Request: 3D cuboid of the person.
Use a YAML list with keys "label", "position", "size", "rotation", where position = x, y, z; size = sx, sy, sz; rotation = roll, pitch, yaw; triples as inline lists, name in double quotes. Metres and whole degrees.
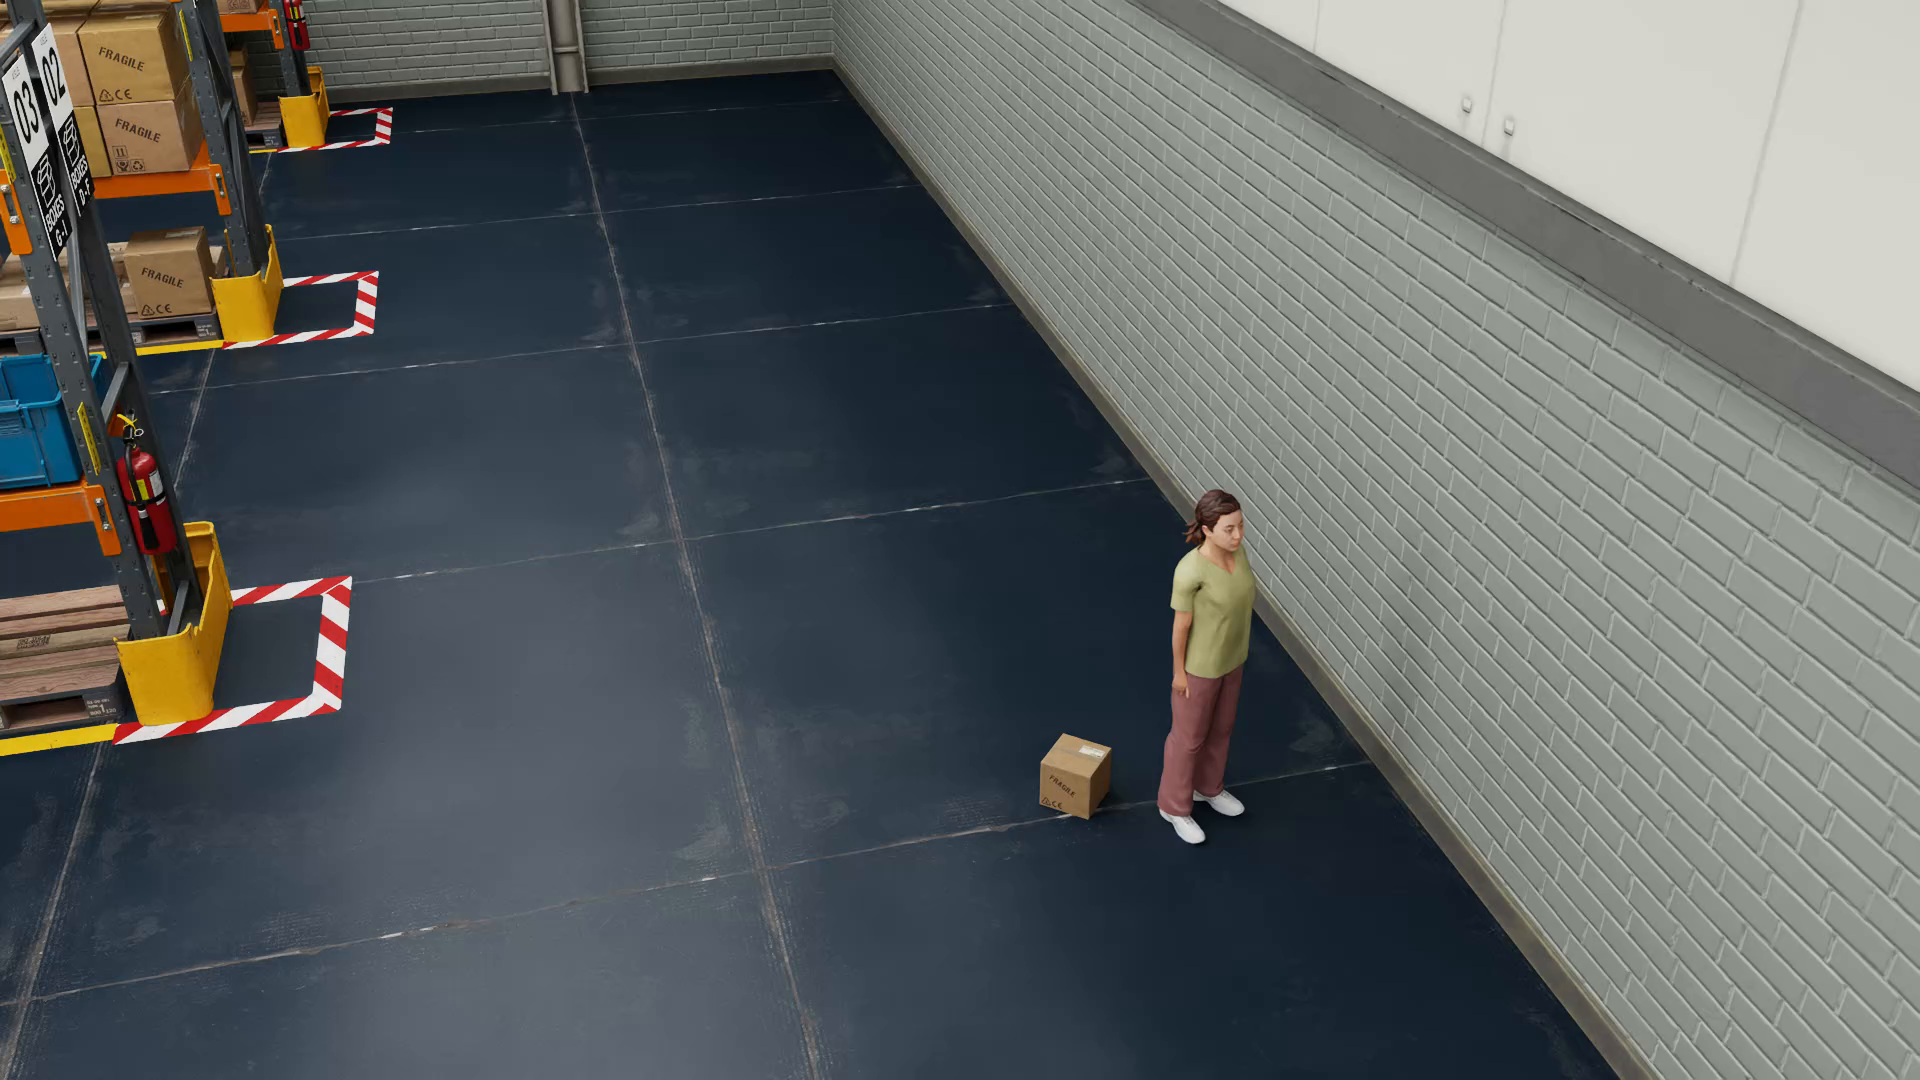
- label: "person"
  position: [1.102, 0.536, 7.321]
  size: [0.431, 1.674, 0.364]
  rotation: [-26, 39, -37]
